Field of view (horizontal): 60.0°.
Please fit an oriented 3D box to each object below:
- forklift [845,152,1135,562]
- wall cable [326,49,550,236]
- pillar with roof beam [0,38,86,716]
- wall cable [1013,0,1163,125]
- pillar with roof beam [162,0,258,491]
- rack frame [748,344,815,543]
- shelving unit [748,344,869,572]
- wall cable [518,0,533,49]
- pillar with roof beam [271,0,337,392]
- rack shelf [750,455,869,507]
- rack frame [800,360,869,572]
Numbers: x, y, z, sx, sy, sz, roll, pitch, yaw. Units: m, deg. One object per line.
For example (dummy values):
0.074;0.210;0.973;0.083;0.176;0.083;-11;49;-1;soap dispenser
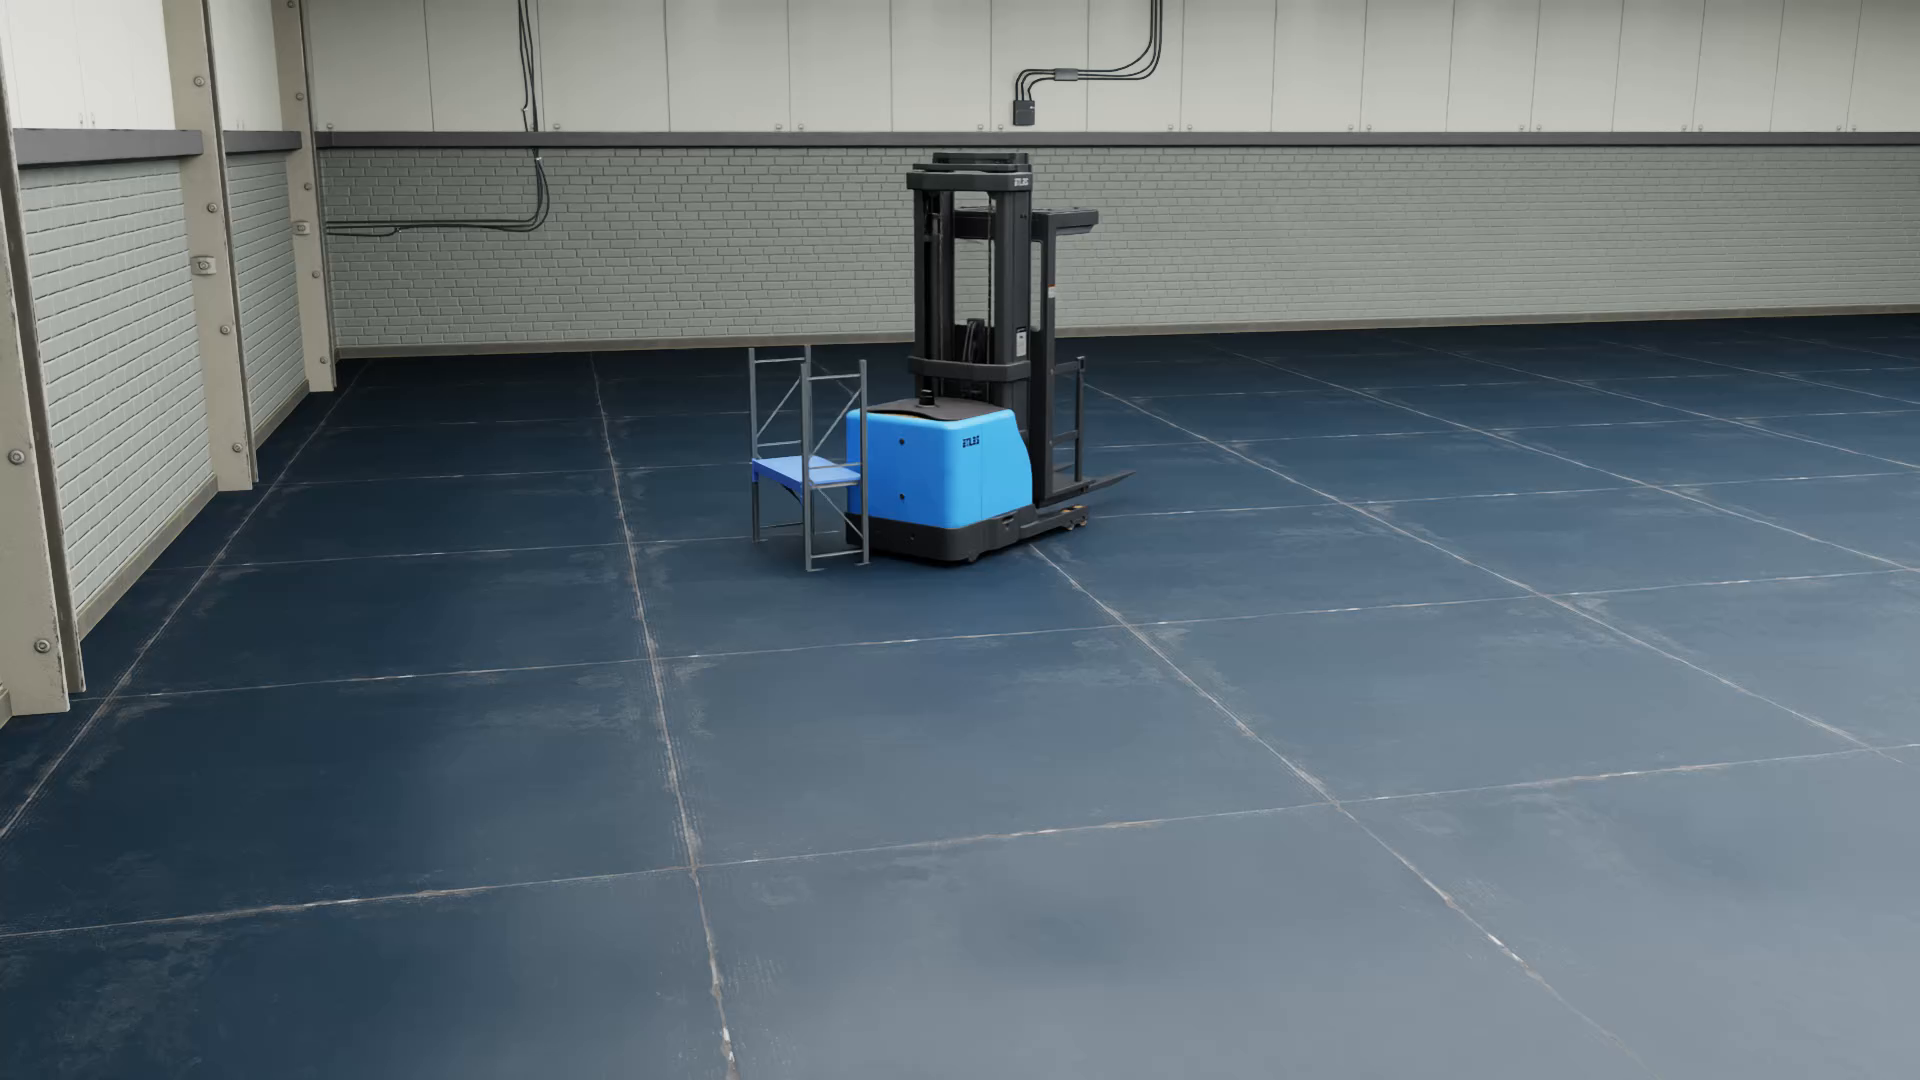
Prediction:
0.390;-1.558;13.127;1.130;2.935;3.031;9;17;34;forklift
-7.300;-5.484;22.955;3.097;2.526;0.112;-3;14;-13;wall cable
-0.891;-3.710;9.154;9.100;9.000;0.400;-3;14;-13;pillar with roof beam
1.932;-9.170;24.333;2.305;6.003;0.169;-3;14;-13;wall cable
-2.300;-5.095;14.819;9.100;9.000;0.400;-3;14;-13;pillar with roof beam
-1.371;-0.740;12.794;0.500;1.500;0.032;-7;15;-27;rack frame
-1.134;-0.633;12.358;0.538;1.500;1.048;-7;15;-27;shelving unit
-4.670;-8.088;22.972;3.097;2.526;0.112;-3;14;-13;wall cable
-3.709;-6.479;20.485;9.100;9.000;0.400;-3;14;-13;pillar with roof beam
-1.134;-0.458;12.400;0.538;0.185;1.000;-7;15;-27;rack shelf
-0.896;-0.526;11.921;0.500;1.500;0.032;-7;15;-27;rack frame
